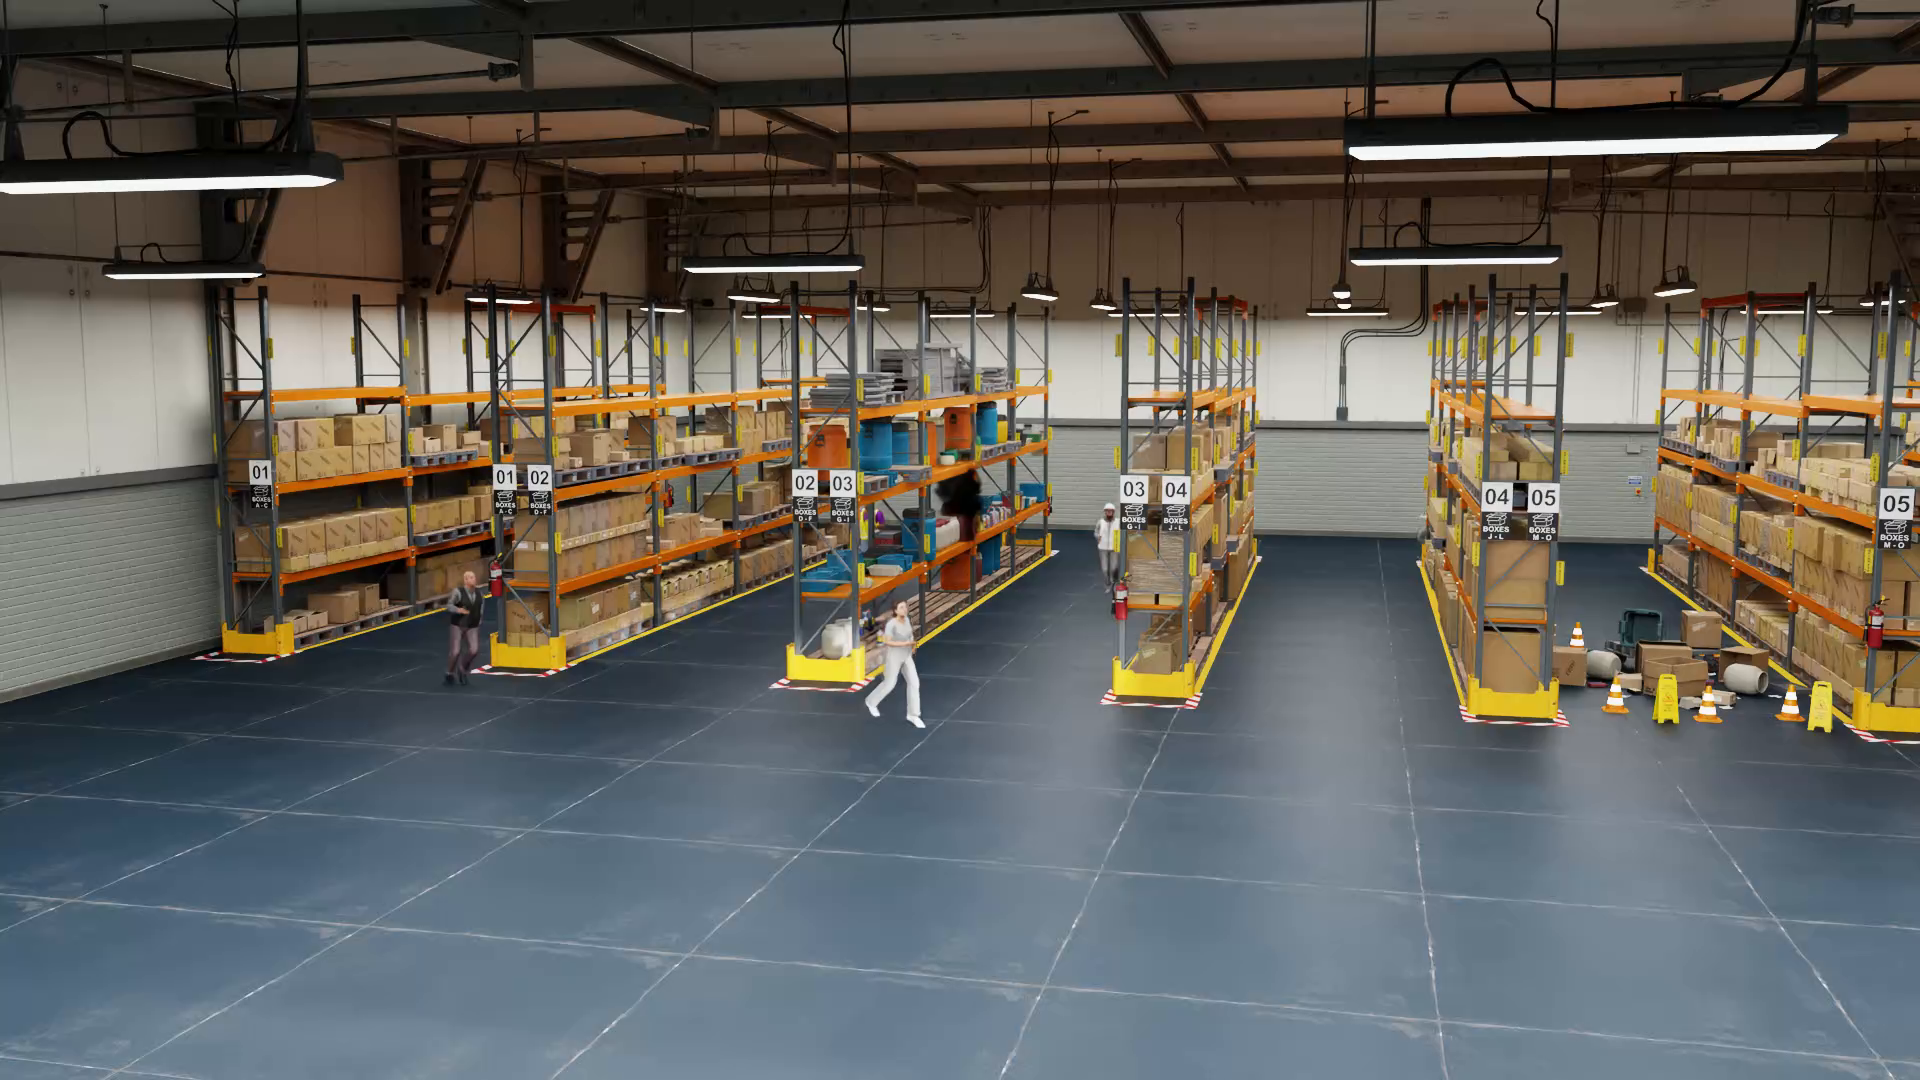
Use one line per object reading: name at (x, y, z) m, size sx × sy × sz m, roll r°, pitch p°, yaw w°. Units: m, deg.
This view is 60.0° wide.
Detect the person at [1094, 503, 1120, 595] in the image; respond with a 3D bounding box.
person at (2.870, 0.197, 31.924) m, size 0.648 × 1.792 × 0.590 m, roll 1°, pitch 7°, yaw 12°

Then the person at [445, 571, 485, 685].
person at (-7.361, 1.322, 24.912) m, size 0.664 × 1.703 × 0.646 m, roll -4°, pitch 8°, yaw -34°

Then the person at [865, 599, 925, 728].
person at (-0.848, 1.620, 22.269) m, size 0.576 × 1.696 × 0.955 m, roll -6°, pitch 9°, yaw -44°

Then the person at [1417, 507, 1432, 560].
person at (11.149, -0.337, 39.419) m, size 0.572 × 1.713 × 0.601 m, roll 1°, pitch 7°, yaw 7°

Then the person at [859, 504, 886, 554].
person at (-1.803, 0.053, 33.295) m, size 0.660 × 1.889 × 0.733 m, roll 2°, pitch 7°, yaw 15°
